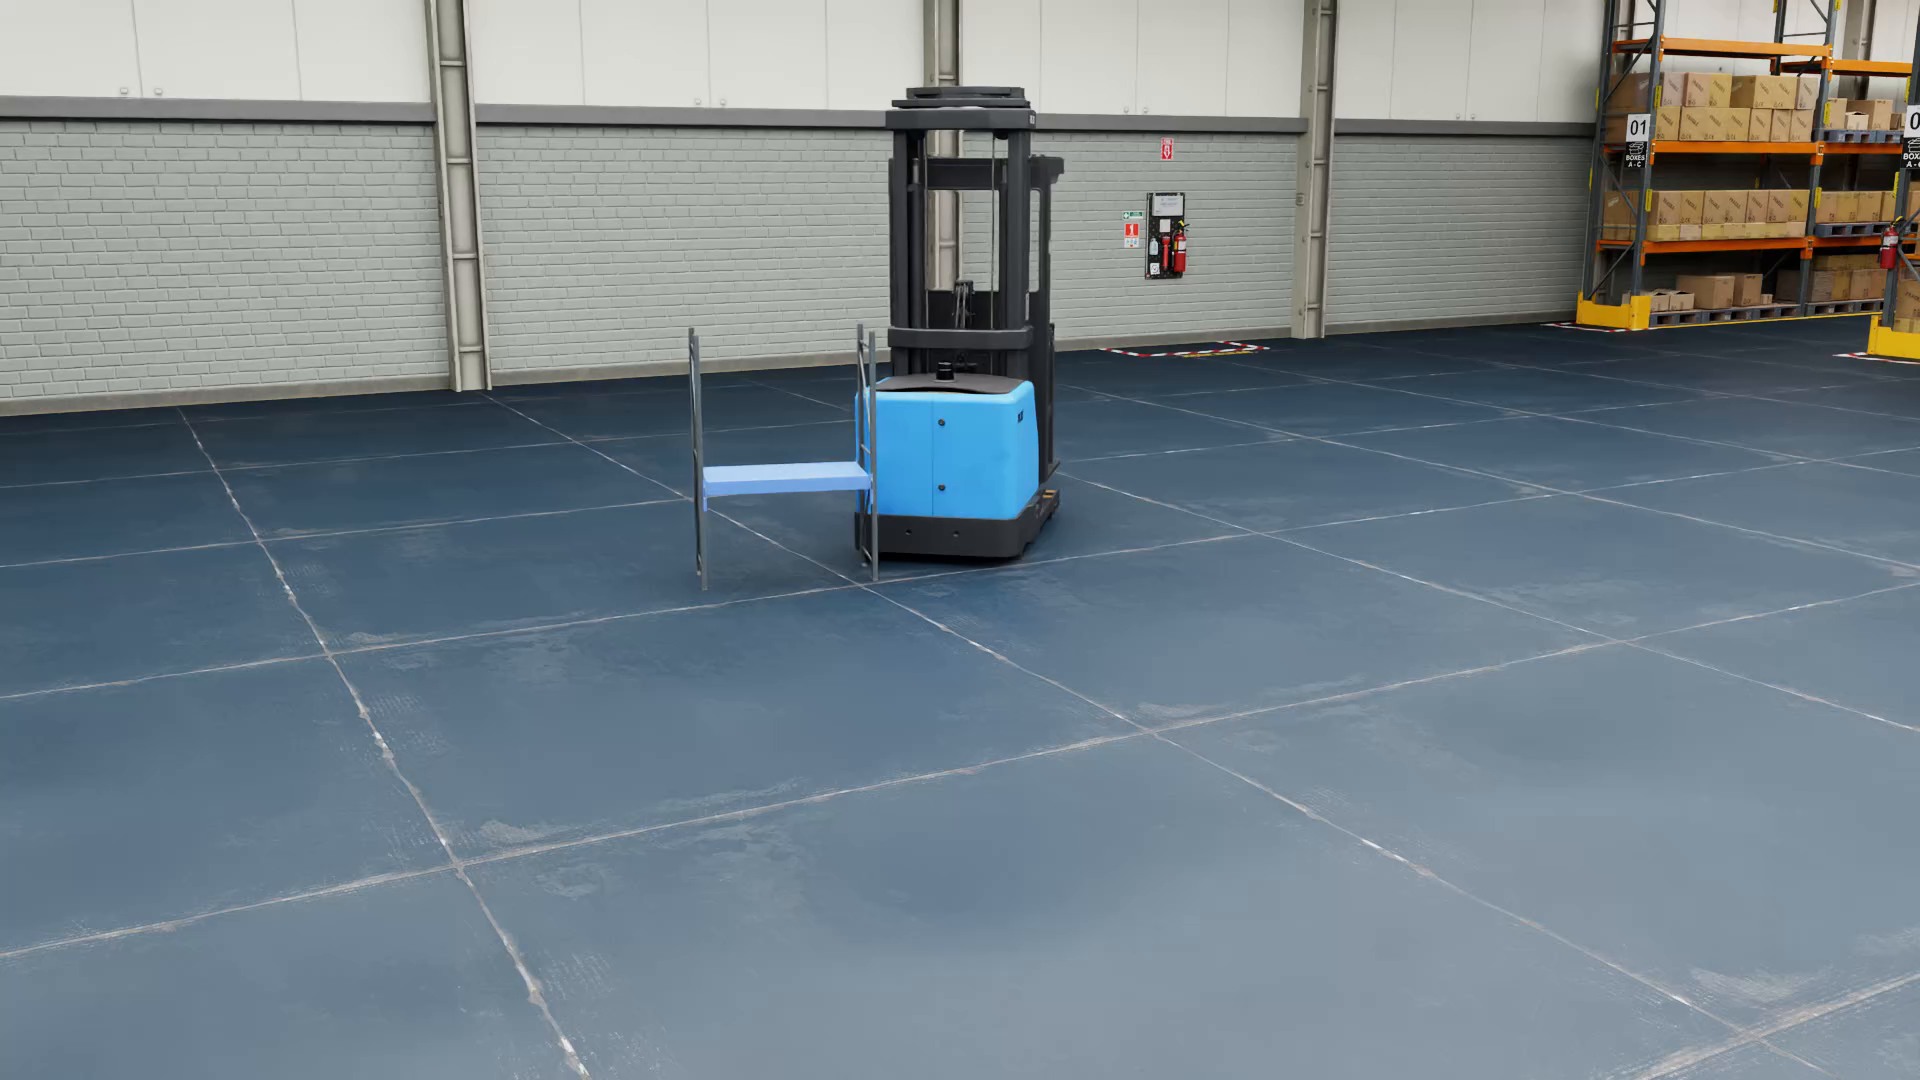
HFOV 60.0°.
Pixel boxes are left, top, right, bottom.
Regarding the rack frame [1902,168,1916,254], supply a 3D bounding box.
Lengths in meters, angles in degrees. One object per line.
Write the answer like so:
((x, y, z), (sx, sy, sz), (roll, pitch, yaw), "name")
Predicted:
((17.146, -5.650, 29.385), (0.127, 3.000, 1.000), (-7, 14, -28), "rack frame")

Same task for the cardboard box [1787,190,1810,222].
((13.369, -5.423, 26.961), (0.500, 0.500, 0.500), (-7, 14, -28), "cardboard box")

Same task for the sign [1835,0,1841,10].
((13.879, -8.544, 26.272), (0.005, 0.325, 0.100), (-7, 14, -28), "sign")

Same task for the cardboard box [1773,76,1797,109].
((12.847, -7.074, 26.330), (0.500, 0.500, 0.500), (-6, 14, -25), "cardboard box")

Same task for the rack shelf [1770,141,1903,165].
((15.391, -6.552, 28.199), (4.000, 0.370, 1.077), (-7, 14, -28), "rack shelf")

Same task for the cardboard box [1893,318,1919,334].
((12.830, -2.831, 22.164), (0.500, 0.250, 0.500), (-7, 14, -28), "cardboard box")

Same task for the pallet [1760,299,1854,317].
((14.318, -3.951, 28.186), (1.213, 0.211, 1.003), (-7, 14, -28), "pallet")

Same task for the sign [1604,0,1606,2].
((9.876, -8.378, 25.351), (0.005, 0.325, 0.100), (-7, 14, -28), "sign")

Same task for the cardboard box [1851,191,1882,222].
((15.155, -5.673, 28.254), (0.500, 0.500, 0.700), (-5, 14, -20), "cardboard box")

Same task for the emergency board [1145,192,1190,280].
((2.871, -4.165, 22.786), (0.643, 1.169, 0.194), (-7, 14, -28), "emergency board")

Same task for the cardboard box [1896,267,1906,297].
((16.032, -4.528, 29.088), (0.500, 0.500, 0.700), (-7, 14, -28), "cardboard box")

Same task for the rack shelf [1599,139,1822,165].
((11.880, -6.132, 26.330), (4.000, 0.370, 1.077), (-7, 14, -28), "rack shelf")

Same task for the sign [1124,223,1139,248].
((2.336, -4.144, 22.612), (0.234, 0.329, 0.001), (-7, 14, -28), "sign")

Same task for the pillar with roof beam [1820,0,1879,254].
((17.654, -7.778, 25.173), (0.400, 9.000, 9.100), (-7, 14, -28), "pillar with roof beam")

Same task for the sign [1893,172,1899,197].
((12.254, -4.641, 21.723), (0.005, 0.325, 0.100), (-7, 14, -28), "sign")

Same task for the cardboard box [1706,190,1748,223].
((12.030, -5.263, 26.253), (0.500, 0.500, 0.500), (-6, 14, -26), "cardboard box")

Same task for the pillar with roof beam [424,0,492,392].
((-3.412, -5.253, 13.954), (0.400, 9.000, 9.100), (-7, 14, -28), "pillar with roof beam")

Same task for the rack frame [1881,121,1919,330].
((12.501, -3.855, 21.405), (0.127, 3.000, 1.000), (-7, 14, -28), "rack frame")

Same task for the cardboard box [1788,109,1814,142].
((13.308, -6.651, 26.723), (0.500, 0.500, 0.500), (-6, 14, -26), "cardboard box")

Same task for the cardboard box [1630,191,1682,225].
((10.688, -5.104, 25.543), (0.500, 0.500, 0.500), (-7, 14, -28), "cardboard box")

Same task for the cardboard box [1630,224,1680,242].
((10.705, -4.736, 25.616), (0.500, 0.250, 0.500), (-7, 15, -29), "cardboard box")

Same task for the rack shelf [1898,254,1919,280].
((14.257, -3.714, 22.419), (4.000, 0.370, 1.077), (-7, 14, -28), "rack shelf")

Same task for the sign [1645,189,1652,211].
((10.385, -5.127, 25.085), (0.005, 0.325, 0.100), (-7, 14, -28), "sign")

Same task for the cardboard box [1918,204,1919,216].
((12.745, -4.297, 21.664), (0.250, 0.149, 0.380), (-7, 15, -29), "cardboard box")

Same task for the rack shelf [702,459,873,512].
((-1.057, -0.333, 9.993), (1.000, 0.185, 0.538), (-3, 13, -12), "rack shelf")

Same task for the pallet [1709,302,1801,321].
((13.063, -3.792, 27.477), (1.213, 0.211, 1.003), (-7, 14, -28), "pallet")

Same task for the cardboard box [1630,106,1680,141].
((10.538, -6.318, 25.245), (0.500, 0.500, 0.500), (-6, 14, -26), "cardboard box")

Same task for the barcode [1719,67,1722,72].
((12.209, -7.556, 26.695), (0.075, 0.075, 0.001), (-7, 14, -28), "barcode")

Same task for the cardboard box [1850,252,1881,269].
((15.560, -4.823, 28.690), (0.500, 0.250, 0.500), (-7, 14, -28), "cardboard box")

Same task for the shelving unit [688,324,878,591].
((-1.057, -0.509, 9.953), (1.048, 1.500, 0.538), (-3, 13, -12), "shelving unit")

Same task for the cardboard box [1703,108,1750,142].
((11.940, -6.483, 25.980), (0.500, 0.500, 0.500), (-6, 14, -24), "cardboard box")

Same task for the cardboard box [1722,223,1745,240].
((12.049, -4.898, 26.338), (0.500, 0.250, 0.500), (-7, 14, -27), "cardboard box")

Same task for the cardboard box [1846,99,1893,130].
((15.236, -7.119, 27.892), (0.500, 0.500, 0.500), (-7, 15, -30), "cardboard box")

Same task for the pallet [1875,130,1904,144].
((15.137, -6.756, 27.891), (1.003, 0.211, 1.213), (-7, 14, -28), "pallet")

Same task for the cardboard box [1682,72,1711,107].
((11.044, -6.855, 25.356), (0.500, 0.500, 0.500), (-7, 14, -29), "cardboard box")

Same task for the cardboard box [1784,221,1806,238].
((13.365, -5.058, 27.048), (0.500, 0.250, 0.500), (-7, 14, -28), "cardboard box")

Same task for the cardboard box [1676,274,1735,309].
((11.943, -3.987, 26.684), (0.500, 0.500, 0.700), (-8, 15, -31), "cardboard box")

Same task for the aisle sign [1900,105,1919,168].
((12.303, -5.173, 21.340), (0.004, 0.787, 0.394), (-7, 14, -28), "aisle sign")

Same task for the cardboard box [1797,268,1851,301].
((14.703, -4.369, 28.384), (0.500, 0.500, 0.700), (-7, 15, -29), "cardboard box")

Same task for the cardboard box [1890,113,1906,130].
((15.964, -7.055, 28.515), (0.637, 0.503, 0.797), (-5, 14, -20), "cardboard box")

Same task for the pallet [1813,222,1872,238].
((14.376, -5.188, 27.769), (1.213, 0.211, 1.003), (-7, 14, -28), "pallet")

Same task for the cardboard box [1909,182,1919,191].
((16.583, -6.152, 28.904), (0.250, 0.149, 0.380), (-10, 16, -37), "cardboard box")

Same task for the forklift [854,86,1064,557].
((0.111, -1.596, 11.525), (1.130, 2.935, 3.031), (2, 13, 10), "forklift")
